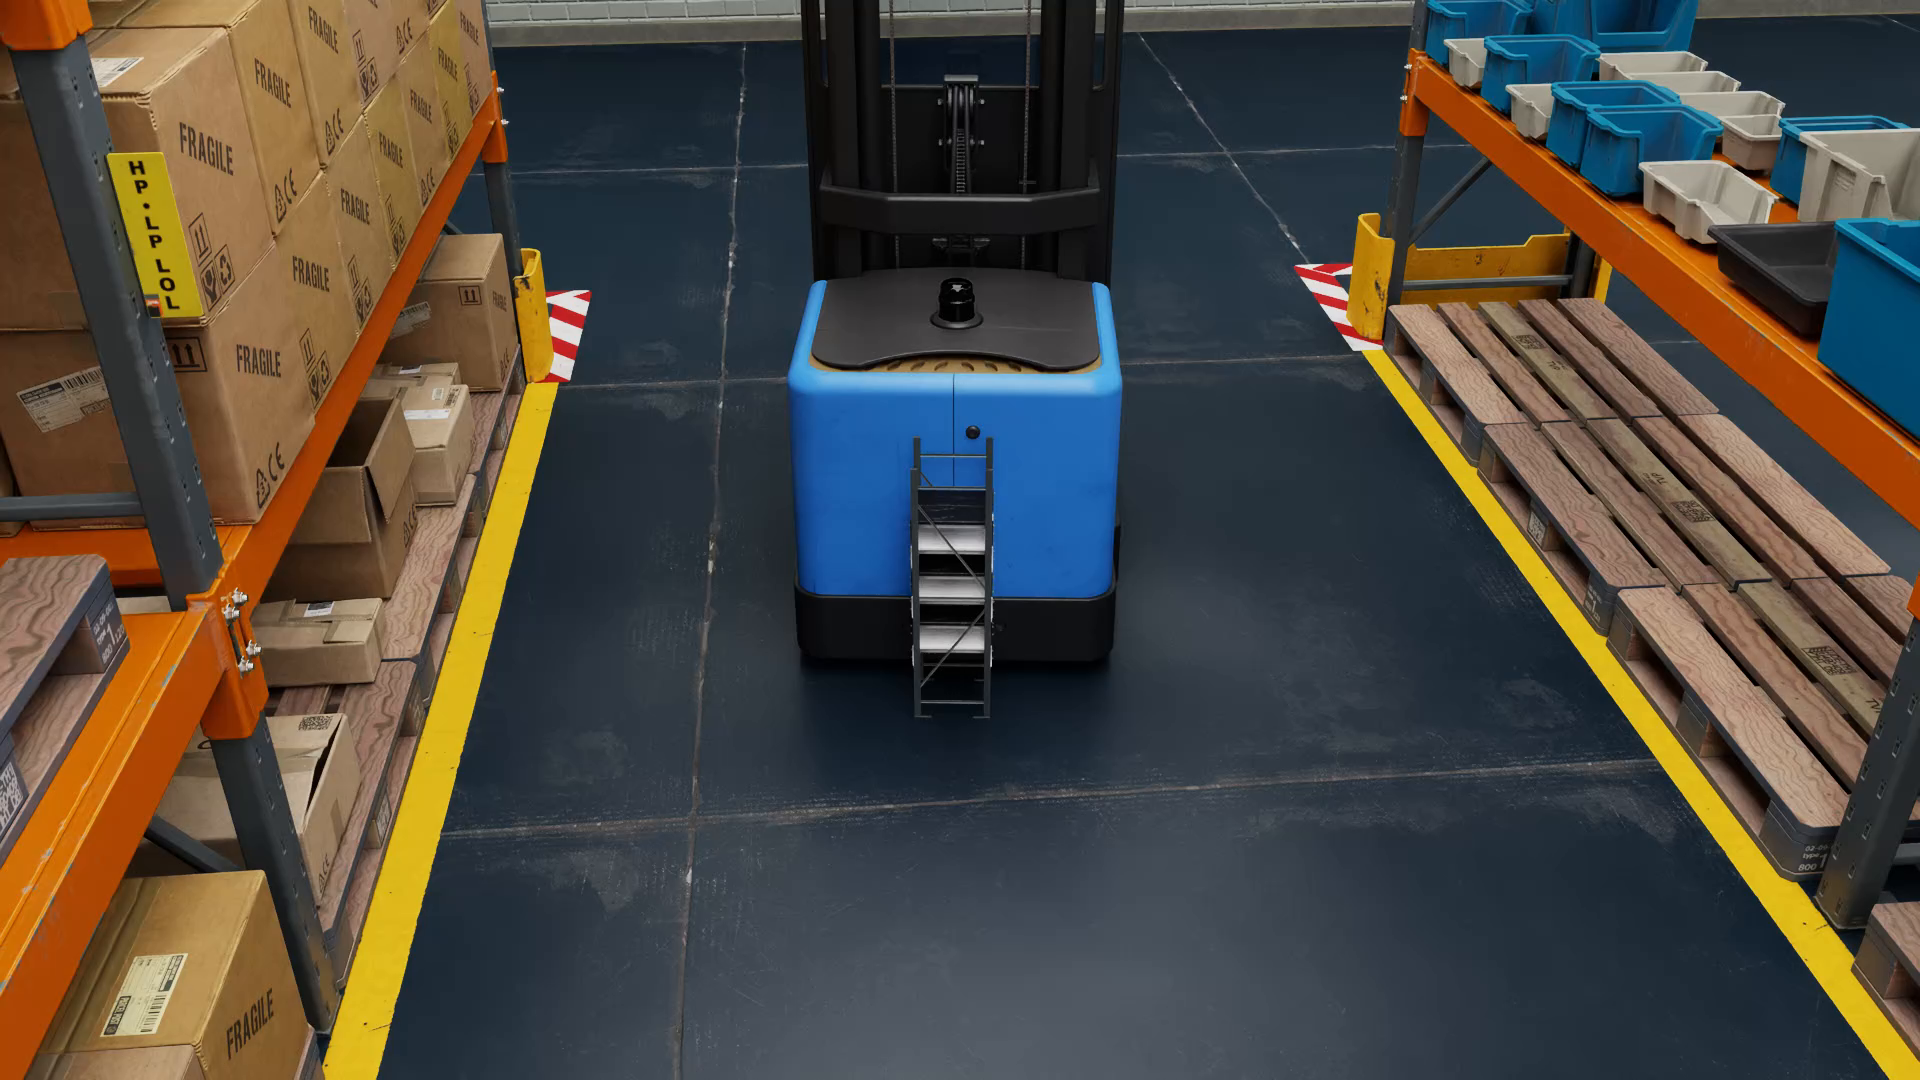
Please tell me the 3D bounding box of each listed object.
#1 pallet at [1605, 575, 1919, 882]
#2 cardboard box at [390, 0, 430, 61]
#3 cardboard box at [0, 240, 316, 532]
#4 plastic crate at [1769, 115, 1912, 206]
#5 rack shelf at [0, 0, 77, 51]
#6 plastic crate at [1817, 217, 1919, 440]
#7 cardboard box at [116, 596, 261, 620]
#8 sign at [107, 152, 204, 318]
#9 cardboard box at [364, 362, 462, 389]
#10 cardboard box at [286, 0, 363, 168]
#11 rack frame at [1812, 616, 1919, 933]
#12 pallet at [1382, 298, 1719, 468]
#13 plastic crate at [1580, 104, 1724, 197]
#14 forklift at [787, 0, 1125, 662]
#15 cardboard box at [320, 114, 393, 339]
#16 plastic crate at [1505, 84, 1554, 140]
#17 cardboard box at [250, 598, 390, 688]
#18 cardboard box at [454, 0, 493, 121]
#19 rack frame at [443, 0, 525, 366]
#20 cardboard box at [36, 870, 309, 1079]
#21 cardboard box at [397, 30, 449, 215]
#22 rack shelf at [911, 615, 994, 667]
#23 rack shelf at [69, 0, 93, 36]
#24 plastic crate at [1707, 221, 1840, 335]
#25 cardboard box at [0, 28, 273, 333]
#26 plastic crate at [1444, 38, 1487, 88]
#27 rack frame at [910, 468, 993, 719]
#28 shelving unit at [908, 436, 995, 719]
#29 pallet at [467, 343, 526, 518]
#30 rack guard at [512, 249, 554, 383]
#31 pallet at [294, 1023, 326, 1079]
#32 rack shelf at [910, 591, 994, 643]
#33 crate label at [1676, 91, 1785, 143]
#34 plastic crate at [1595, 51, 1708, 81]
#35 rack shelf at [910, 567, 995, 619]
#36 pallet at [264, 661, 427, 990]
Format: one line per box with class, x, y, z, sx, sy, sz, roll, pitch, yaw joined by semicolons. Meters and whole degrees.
pallet;2.746;0.538;5.143;1.003;0.211;1.213;-3;31;-5
cardboard box;-2.036;-1.828;5.313;0.500;0.500;0.500;-2;31;-3
cardboard box;-1.855;-0.366;3.840;0.500;0.500;0.500;-2;31;-3
plastic crate;2.926;-1.245;5.514;0.416;0.233;0.300;-3;31;-5
rack shelf;-1.892;-0.008;1.114;1.077;0.370;4.000;-3;31;-5
plastic crate;2.470;-0.526;4.163;0.392;0.384;0.575;-3;31;-5
cardboard box;-2.485;0.255;5.091;0.500;0.311;0.500;-3;31;-5
sign;-1.527;-0.576;3.159;0.100;0.325;0.005;-3;31;-5
cardboard box;-2.208;-0.588;6.643;0.380;0.166;0.250;-3;31;-5
cardboard box;-1.939;-1.302;4.432;0.500;0.500;0.500;-4;31;-6
rack frame;2.853;-0.285;3.803;1.000;3.000;0.127;-3;31;-5
pallet;2.518;-0.708;7.229;1.003;0.211;1.213;-3;31;-5
plastic crate;2.326;-1.314;5.630;0.416;0.233;0.300;-3;31;-5
forklift;0.014;-1.579;6.035;1.130;2.935;3.031;1;31;1
cardboard box;-1.951;-0.883;4.706;0.500;0.500;0.500;-3;31;-5
plastic crate;2.186;-1.584;6.176;0.250;0.136;0.298;-3;31;-5
cardboard box;-1.994;0.312;5.137;0.380;0.166;0.250;-3;31;-5
cardboard box;-2.140;-1.920;6.441;0.500;0.500;0.500;-2;31;-3
rack frame;-2.453;-2.092;6.828;1.000;3.000;0.127;-3;31;-5
cardboard box;-1.748;1.072;3.538;0.500;0.500;0.500;-3;31;-5
cardboard box;-2.047;-1.400;5.571;0.500;0.500;0.500;-3;31;-4
rack shelf;-0.022;0.311;5.267;0.258;0.077;0.200;1;31;1
rack shelf;-2.266;-2.050;4.533;1.077;0.370;4.000;-3;31;-5
plastic crate;2.481;-0.752;4.793;0.437;0.125;0.590;-3;31;-5
cardboard box;-1.843;-0.776;3.552;0.500;0.500;0.500;-2;31;-3
plastic crate;2.122;-1.931;6.756;0.250;0.136;0.298;-3;31;-5
rack frame;-0.024;0.180;5.070;0.240;0.900;0.006;1;31;1
shelving unit;-0.022;0.128;5.158;0.258;0.900;0.210;1;31;1
pallet;-2.370;-0.449;6.796;1.003;0.211;1.213;-3;31;-5
rack guard;-2.446;-0.980;7.404;1.175;0.500;0.348;-3;31;-5
pallet;-1.965;1.561;3.431;1.003;0.211;1.213;-3;31;-5
rack shelf;-0.022;0.234;5.221;0.258;0.077;0.200;1;31;1
crate label;2.799;-1.543;6.106;0.396;0.136;0.243;-3;31;-5
plastic crate;2.736;-1.833;6.591;0.396;0.136;0.243;-3;31;-5
rack shelf;-0.022;0.157;5.175;0.258;0.077;0.200;1;31;1
pallet;-2.142;0.797;4.711;1.003;0.211;1.213;-3;31;-5
